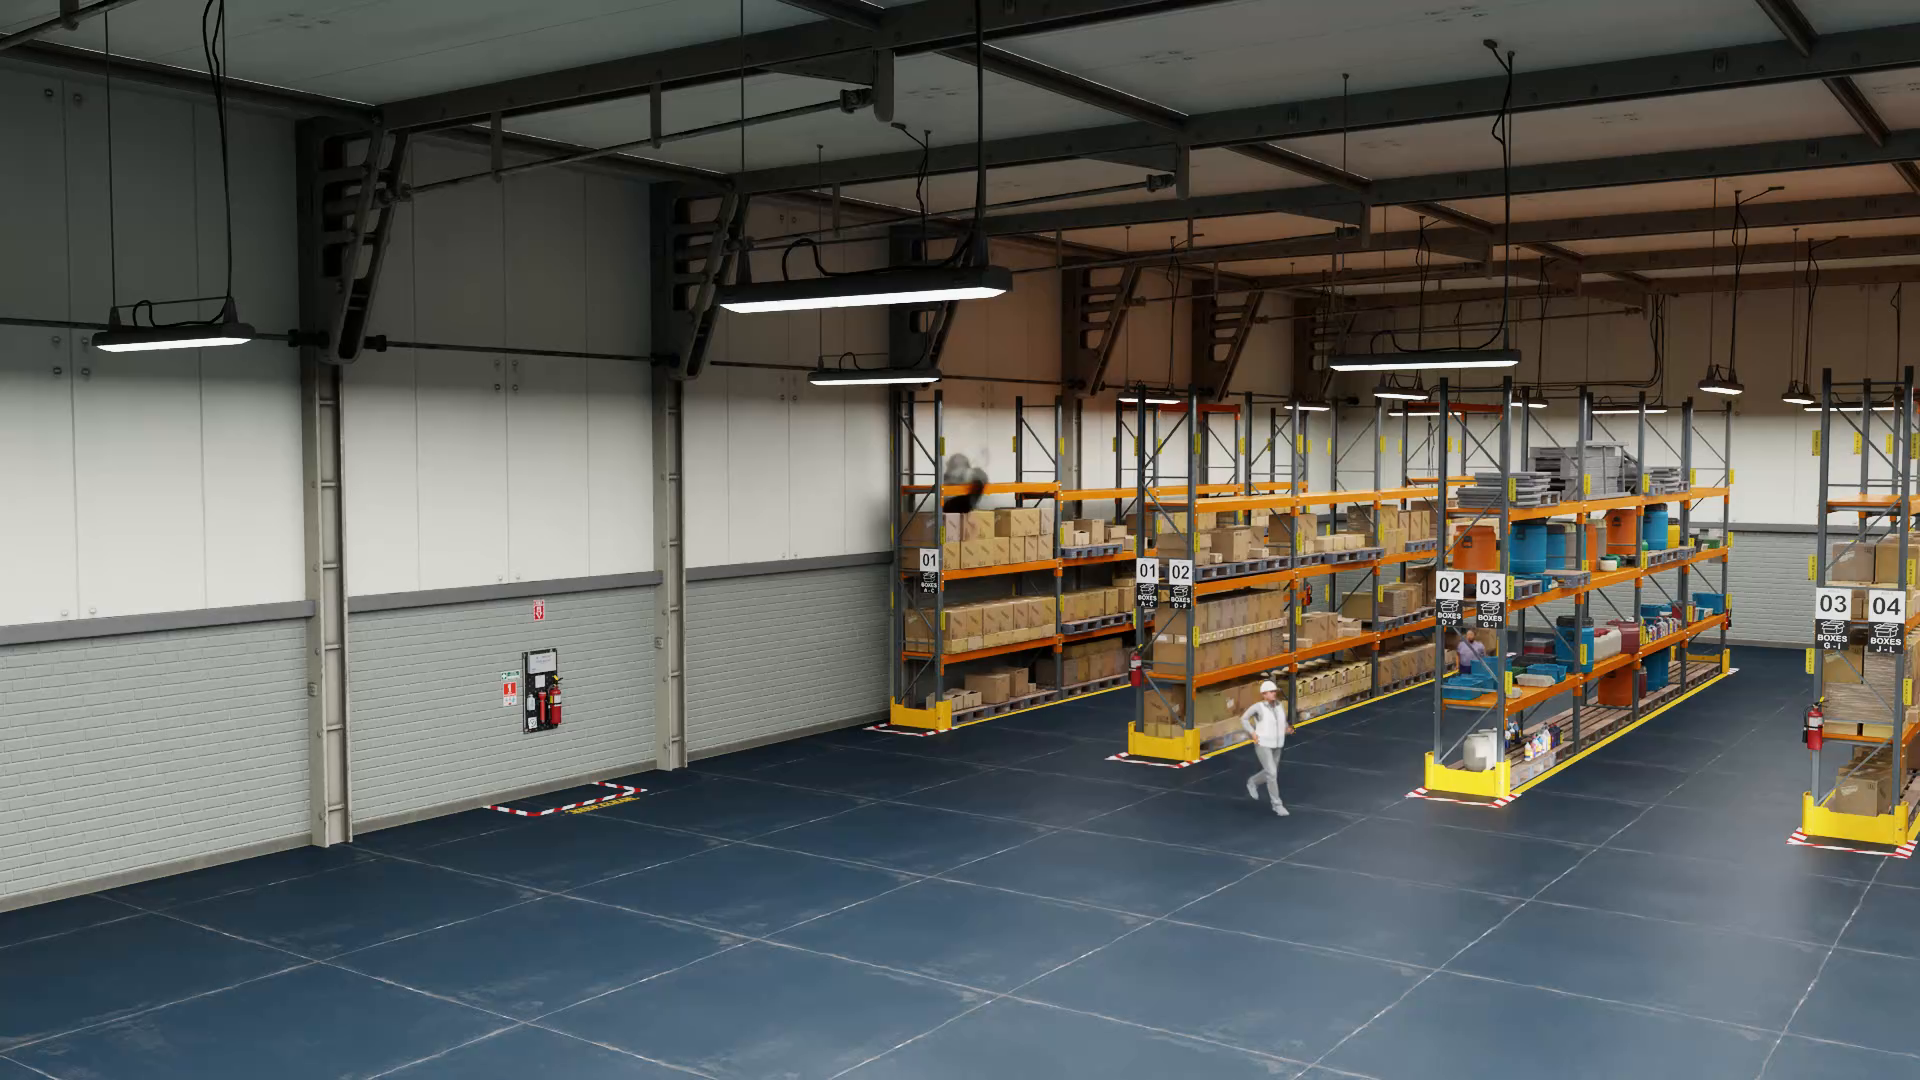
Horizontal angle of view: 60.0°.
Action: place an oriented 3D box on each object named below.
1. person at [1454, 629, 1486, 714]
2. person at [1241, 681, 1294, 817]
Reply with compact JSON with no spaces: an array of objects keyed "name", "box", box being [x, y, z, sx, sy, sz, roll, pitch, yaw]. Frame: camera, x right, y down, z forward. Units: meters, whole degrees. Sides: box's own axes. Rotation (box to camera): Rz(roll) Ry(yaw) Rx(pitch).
[{"name":"person","box":[9.513,2.455,31.069,0.592,1.598,0.580,2,4,28]},{"name":"person","box":[4.230,2.825,22.833,0.662,1.782,0.955,-2,4,-31]}]
